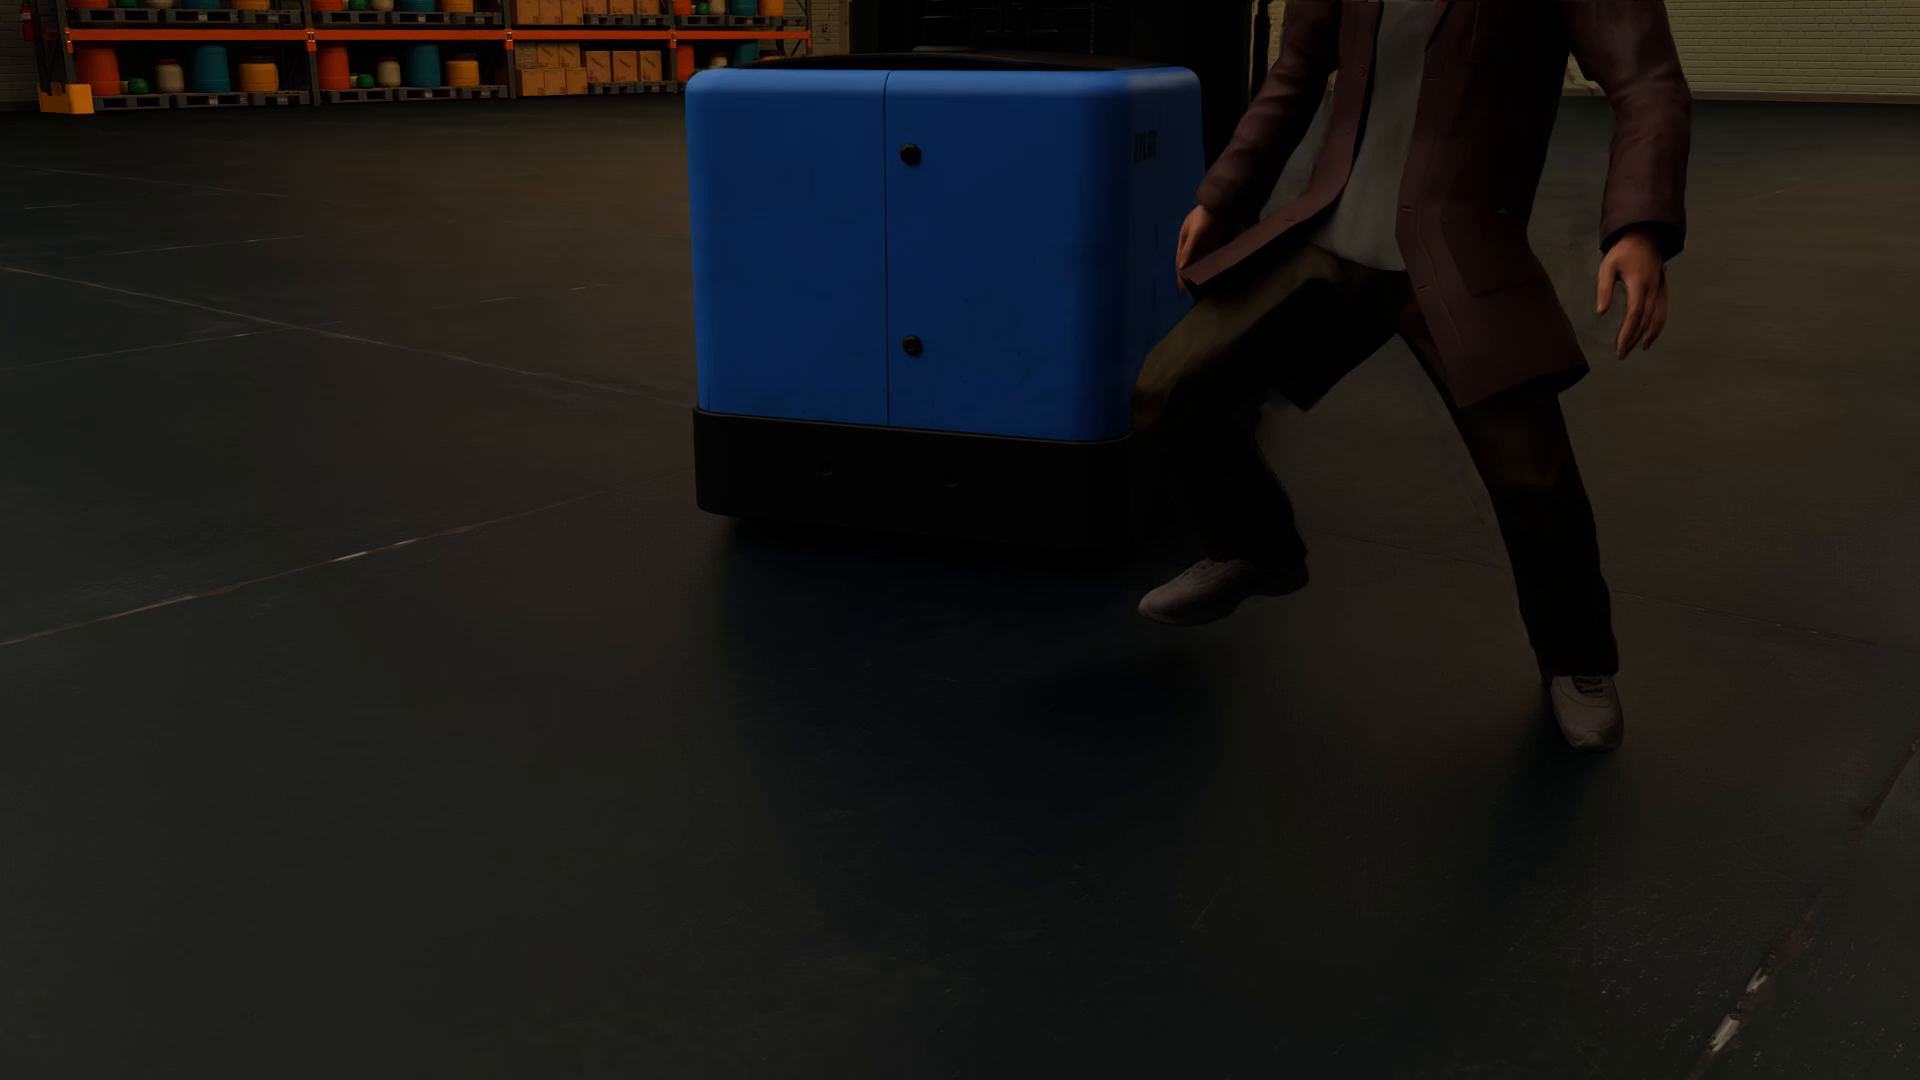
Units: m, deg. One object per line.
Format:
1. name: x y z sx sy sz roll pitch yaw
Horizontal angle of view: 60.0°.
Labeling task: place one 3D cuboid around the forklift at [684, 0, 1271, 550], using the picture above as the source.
1. forklift: 0.336 -1.767 4.717 1.130 2.935 3.031 6 18 18

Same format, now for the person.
1. person: 0.774 -0.501 2.809 0.656 1.654 0.991 -15 23 -41
